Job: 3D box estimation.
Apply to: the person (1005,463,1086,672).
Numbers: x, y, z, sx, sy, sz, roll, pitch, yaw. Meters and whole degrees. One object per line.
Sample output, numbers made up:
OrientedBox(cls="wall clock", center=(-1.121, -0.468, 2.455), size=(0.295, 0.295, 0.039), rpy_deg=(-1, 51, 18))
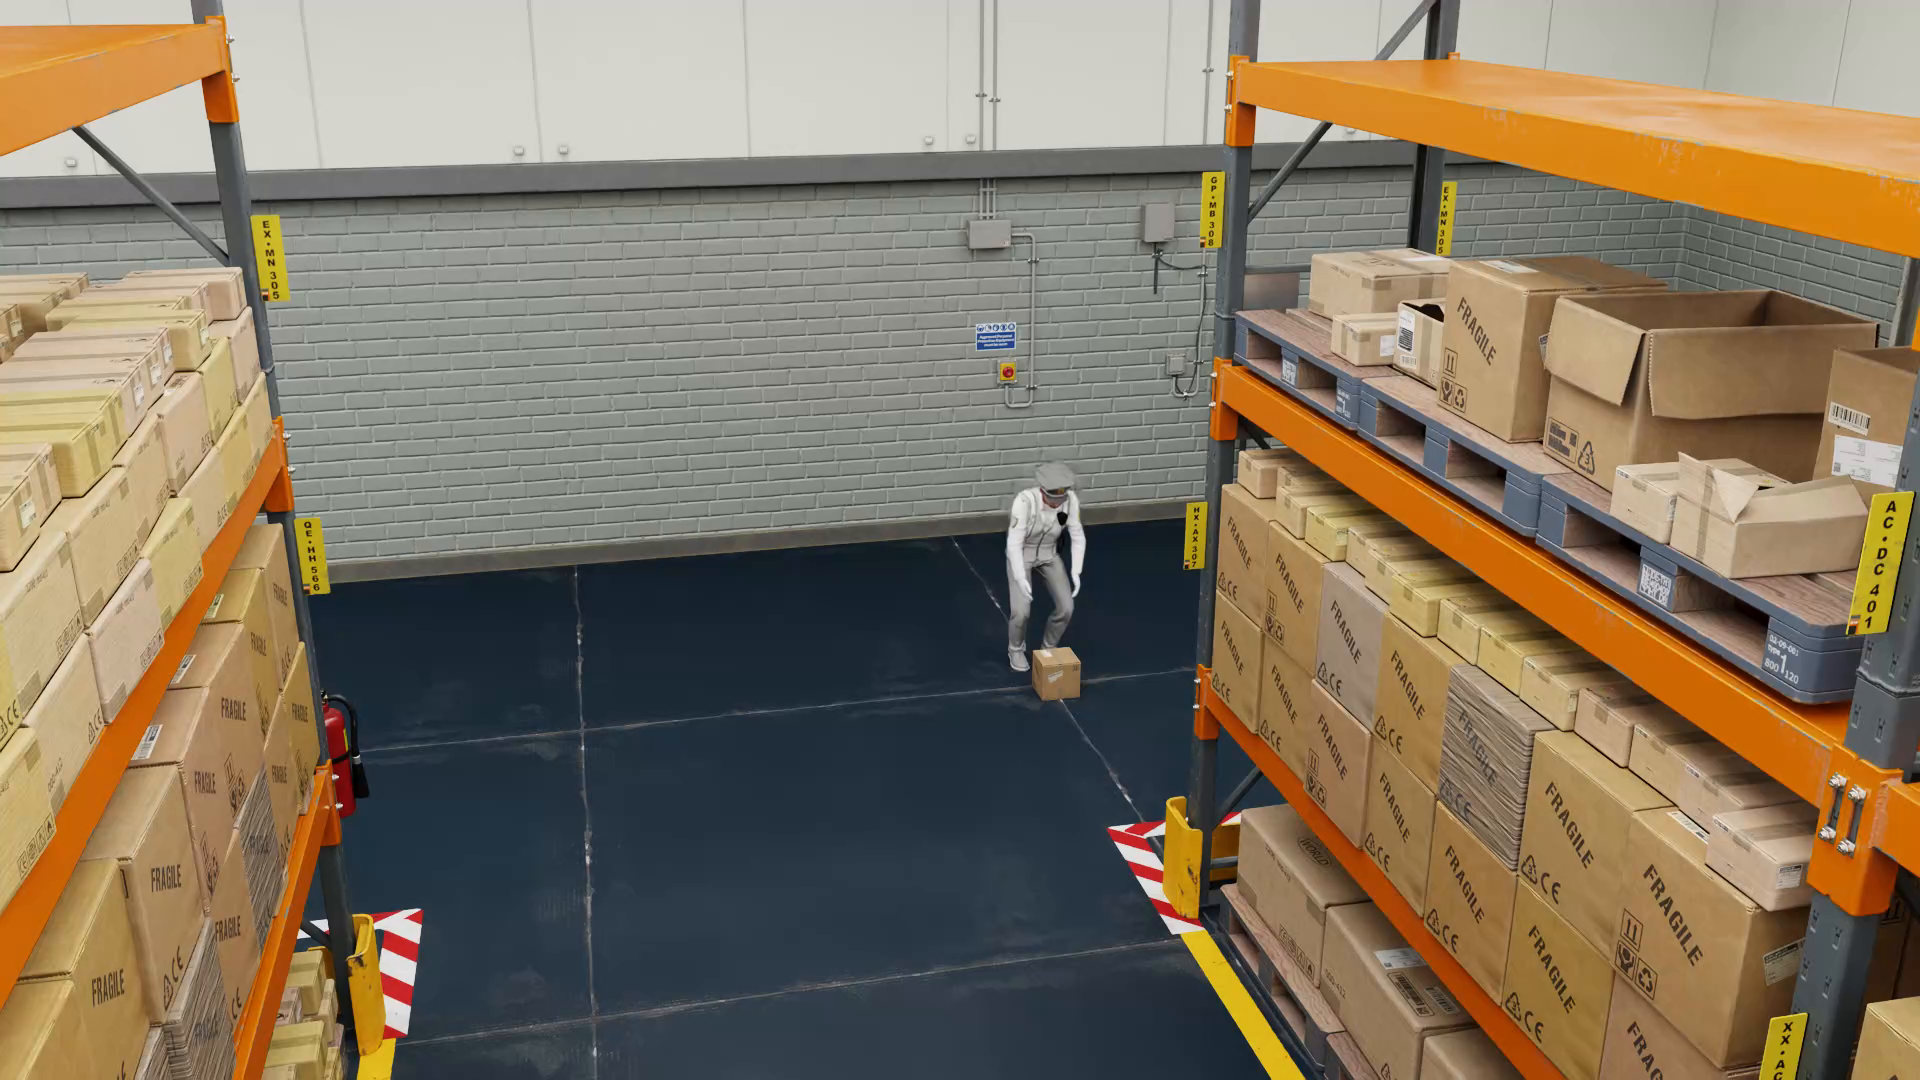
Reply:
OrientedBox(cls="person", center=(0.556, 0.163, 10.943), size=(0.533, 1.455, 0.653), rpy_deg=(-4, 20, -12))
